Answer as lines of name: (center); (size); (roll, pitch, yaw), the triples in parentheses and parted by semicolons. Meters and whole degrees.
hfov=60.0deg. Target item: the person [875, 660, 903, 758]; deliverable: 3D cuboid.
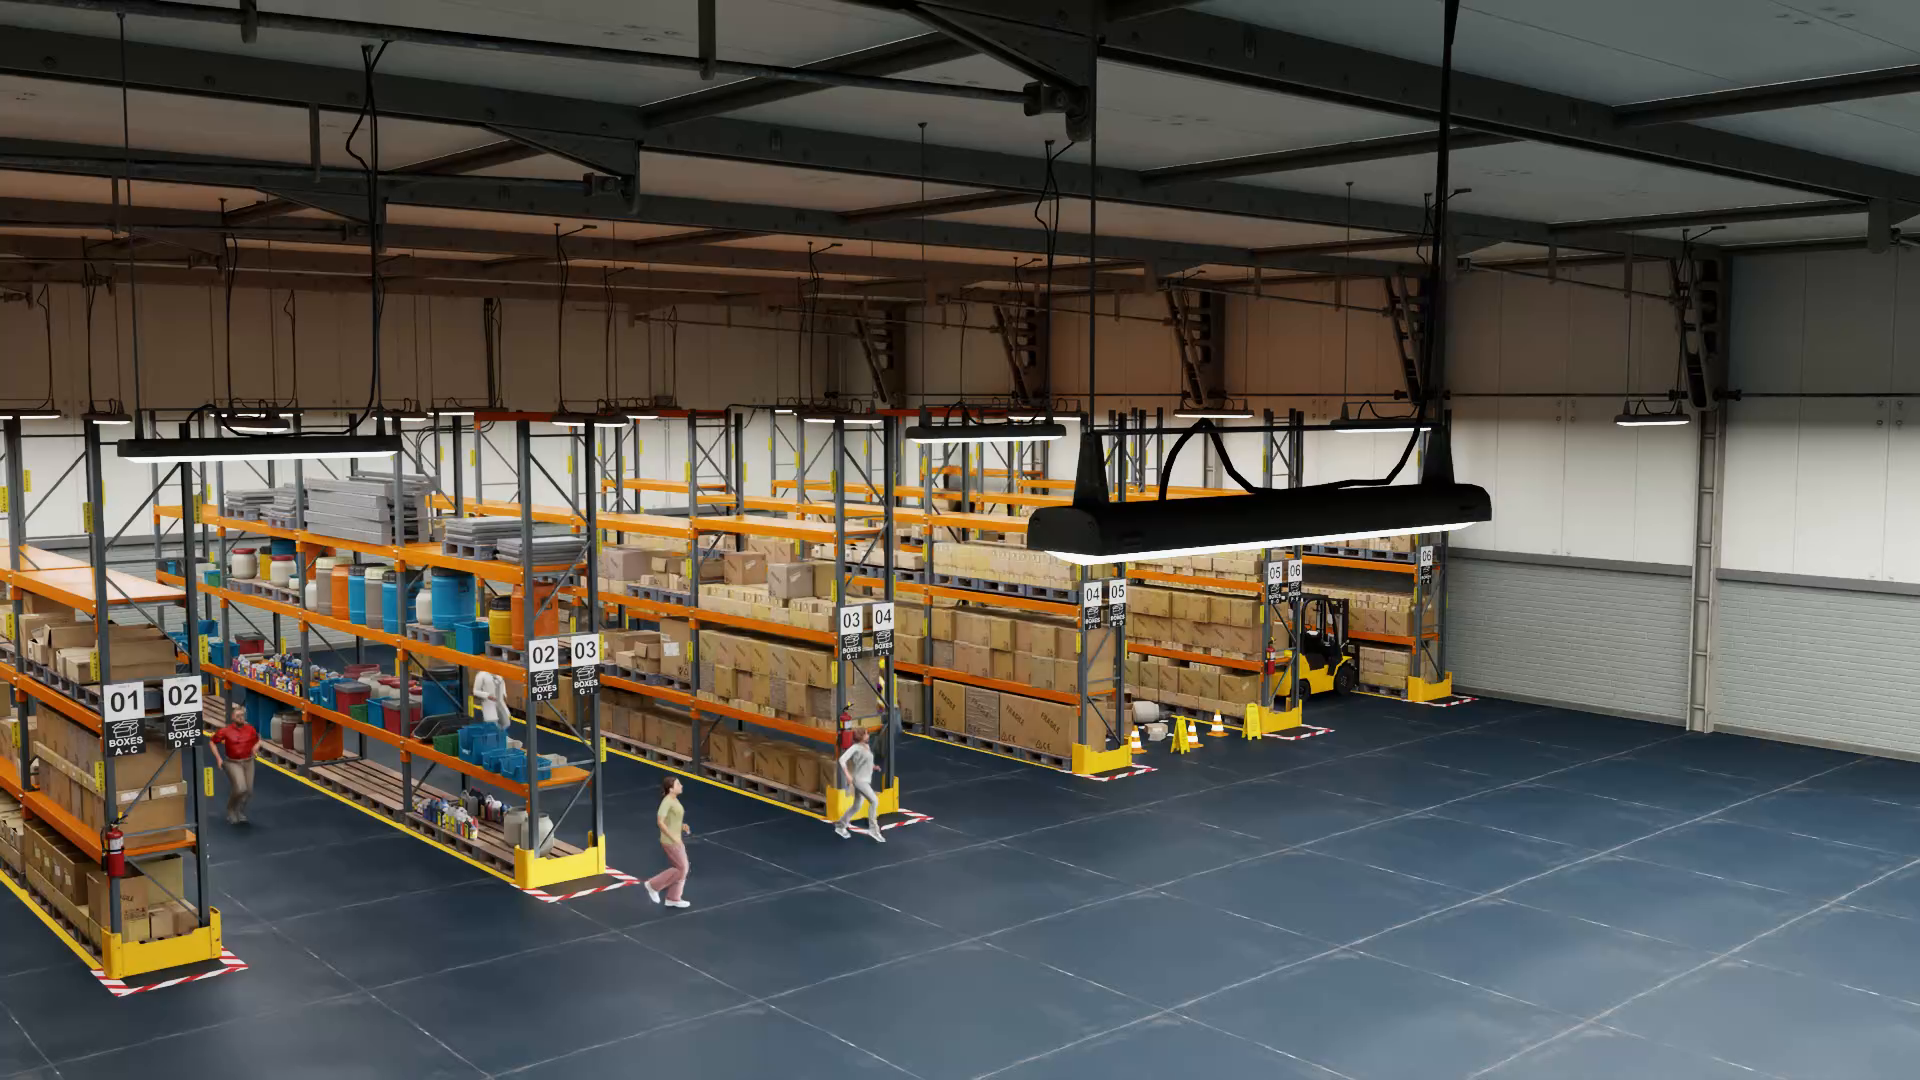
person: (-1.289, 2.937, 28.926); (0.546, 1.728, 0.698); (4, 7, 41)

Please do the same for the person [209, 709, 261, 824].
person: (-10.578, 3.330, 24.451); (0.659, 1.698, 0.647); (4, 6, 39)

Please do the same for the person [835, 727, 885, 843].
person: (-1.382, 3.457, 23.637); (0.752, 1.585, 0.538); (1, 5, 13)

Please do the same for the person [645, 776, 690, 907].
person: (-3.616, 3.722, 20.534); (0.544, 1.635, 0.581); (0, 5, -3)

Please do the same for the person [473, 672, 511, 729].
person: (-8.157, 2.905, 29.123); (0.654, 1.728, 0.703); (4, 7, 40)
